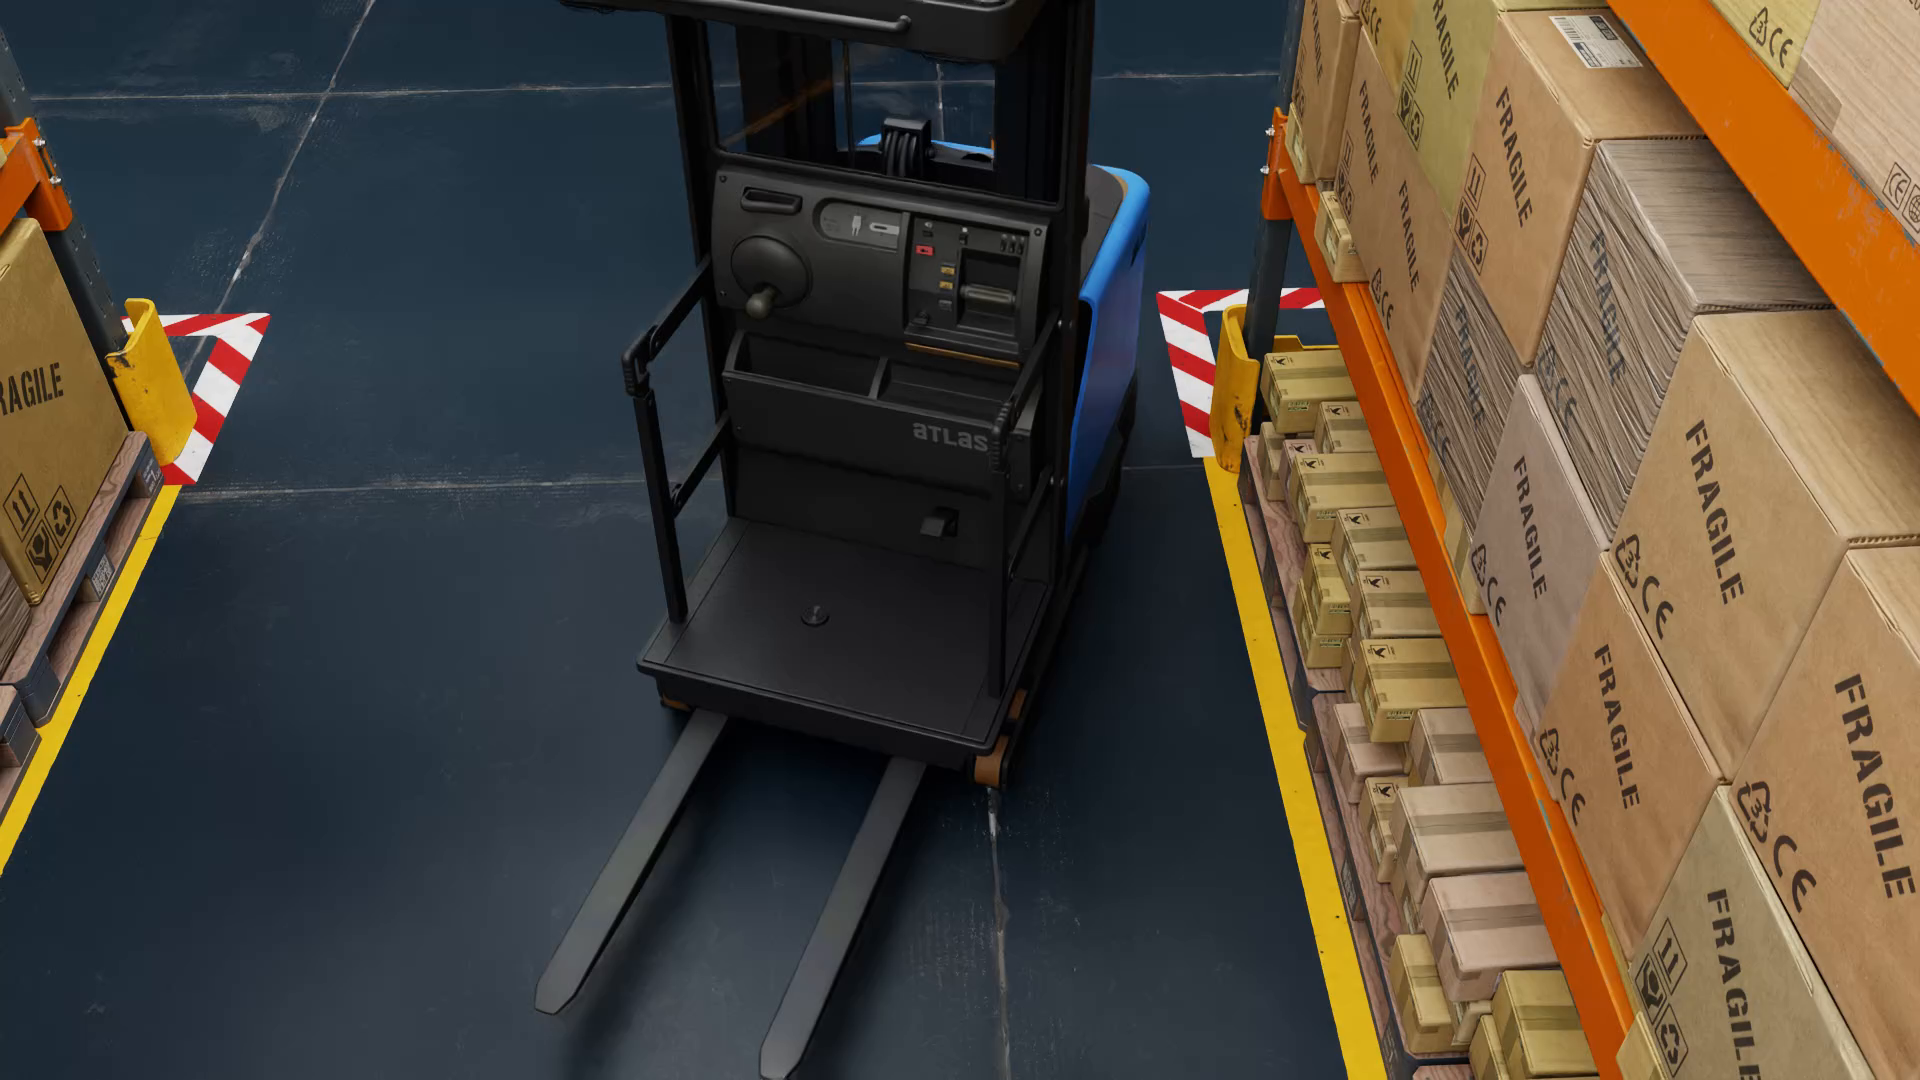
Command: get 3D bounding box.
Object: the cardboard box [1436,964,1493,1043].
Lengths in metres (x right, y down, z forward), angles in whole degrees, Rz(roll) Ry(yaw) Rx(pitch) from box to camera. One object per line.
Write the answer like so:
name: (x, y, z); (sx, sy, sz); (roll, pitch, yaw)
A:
cardboard box: (1.359, 1.049, 3.965); (0.380, 0.149, 0.250); (-1, 43, -1)

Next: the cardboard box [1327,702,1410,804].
cardboard box: (1.260, 0.589, 4.687); (0.380, 0.149, 0.250); (-4, 43, -4)

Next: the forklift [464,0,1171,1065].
forklift: (-0.350, -0.670, 4.312); (1.130, 2.935, 3.031); (16, 45, 17)

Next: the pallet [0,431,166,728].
pallet: (-3.332, 0.111, 5.472); (1.003, 0.211, 1.213); (-2, 43, -2)

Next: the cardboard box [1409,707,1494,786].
cardboard box: (1.380, 0.567, 4.270); (0.380, 0.149, 0.250); (-2, 43, -2)

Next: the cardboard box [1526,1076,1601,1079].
cardboard box: (1.342, 1.277, 3.496); (0.380, 0.149, 0.250); (-2, 43, -2)

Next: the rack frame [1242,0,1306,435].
rack frame: (1.516, -1.528, 5.197); (1.000, 3.000, 0.127); (-2, 43, -2)

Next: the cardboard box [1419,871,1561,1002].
cardboard box: (1.305, 0.919, 3.886); (0.380, 0.149, 0.250); (-4, 43, -4)

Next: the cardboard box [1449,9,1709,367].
cardboard box: (1.322, -0.696, 3.256); (0.500, 0.500, 0.500); (-3, 43, -3)

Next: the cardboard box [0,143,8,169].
cardboard box: (-3.100, -1.131, 4.949); (0.380, 0.149, 0.250); (-1, 43, -1)

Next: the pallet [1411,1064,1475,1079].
pallet: (1.622, 1.748, 3.687); (1.003, 0.211, 1.213); (-2, 43, -2)

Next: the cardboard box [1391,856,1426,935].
cardboard box: (1.341, 0.937, 4.307); (0.380, 0.149, 0.250); (-1, 43, -1)

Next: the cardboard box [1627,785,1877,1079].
cardboard box: (1.383, 0.707, 2.464); (0.500, 0.500, 0.500); (-2, 43, -2)

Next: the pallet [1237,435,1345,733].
pallet: (1.518, 0.100, 5.484); (1.003, 0.211, 1.213); (-2, 43, -2)

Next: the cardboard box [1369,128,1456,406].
cardboard box: (1.315, -0.672, 3.969); (0.500, 0.500, 0.500); (-1, 43, -1)

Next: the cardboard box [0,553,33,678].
cardboard box: (-3.298, 0.218, 4.553); (0.875, 0.875, 0.875); (-2, 43, -2)

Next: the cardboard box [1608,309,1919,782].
cardboard box: (1.368, -0.001, 2.497); (0.500, 0.500, 0.500); (-3, 43, -3)

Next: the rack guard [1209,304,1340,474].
rack guard: (1.519, -0.555, 5.986); (1.175, 0.500, 0.348); (-2, 43, -2)

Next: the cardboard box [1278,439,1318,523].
cardboard box: (1.237, -0.194, 5.321); (0.380, 0.149, 0.250); (-2, 43, -2)

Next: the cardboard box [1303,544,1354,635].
cardboard box: (1.238, 0.145, 4.951); (0.380, 0.149, 0.250); (0, 43, 0)

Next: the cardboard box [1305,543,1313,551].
cardboard box: (1.311, -0.095, 5.433); (0.380, 0.149, 0.250); (-2, 43, -2)

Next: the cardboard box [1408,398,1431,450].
cardboard box: (1.329, -0.331, 4.078); (0.380, 0.149, 0.250); (-2, 43, -3)

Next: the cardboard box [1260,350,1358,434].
cardboard box: (1.199, -0.488, 5.421); (0.380, 0.149, 0.250); (-3, 43, -4)

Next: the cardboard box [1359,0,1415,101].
cardboard box: (1.297, -1.392, 4.015); (0.500, 0.500, 0.500); (-1, 43, -1)

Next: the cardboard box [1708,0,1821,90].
cardboard box: (1.363, -0.882, 2.384); (0.500, 0.250, 0.500); (-2, 43, -2)

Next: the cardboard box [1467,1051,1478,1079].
cardboard box: (1.436, 1.278, 3.935); (0.380, 0.149, 0.250); (-3, 43, -3)

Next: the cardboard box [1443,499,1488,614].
cardboard box: (1.301, 0.025, 3.688); (0.380, 0.149, 0.250); (-1, 43, -1)

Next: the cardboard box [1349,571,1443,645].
cardboard box: (1.309, 0.221, 4.648); (0.380, 0.149, 0.250); (0, 43, 0)

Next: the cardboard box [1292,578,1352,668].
cardboard box: (1.230, 0.248, 5.058); (0.380, 0.149, 0.250); (-1, 43, -1)

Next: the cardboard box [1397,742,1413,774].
cardboard box: (1.397, 0.503, 4.560); (0.380, 0.149, 0.250); (0, 43, 0)

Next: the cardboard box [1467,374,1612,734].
cardboard box: (1.342, 0.021, 3.213); (0.500, 0.500, 0.500); (-2, 43, -2)

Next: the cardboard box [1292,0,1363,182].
cardboard box: (1.259, -1.364, 4.724); (0.500, 0.500, 0.500); (0, 43, 0)

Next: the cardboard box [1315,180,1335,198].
cardboard box: (1.254, -1.037, 4.847); (0.380, 0.149, 0.250); (0, 43, 0)

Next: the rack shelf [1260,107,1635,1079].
rack shelf: (1.601, 0.087, 3.967); (1.077, 0.370, 4.000); (-2, 43, -2)

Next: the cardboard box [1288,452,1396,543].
cardboard box: (1.213, -0.132, 5.032); (0.380, 0.149, 0.250); (-2, 43, -2)

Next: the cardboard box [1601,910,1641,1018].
cardboard box: (1.368, 0.726, 2.924); (0.380, 0.149, 0.250); (0, 43, 0)
